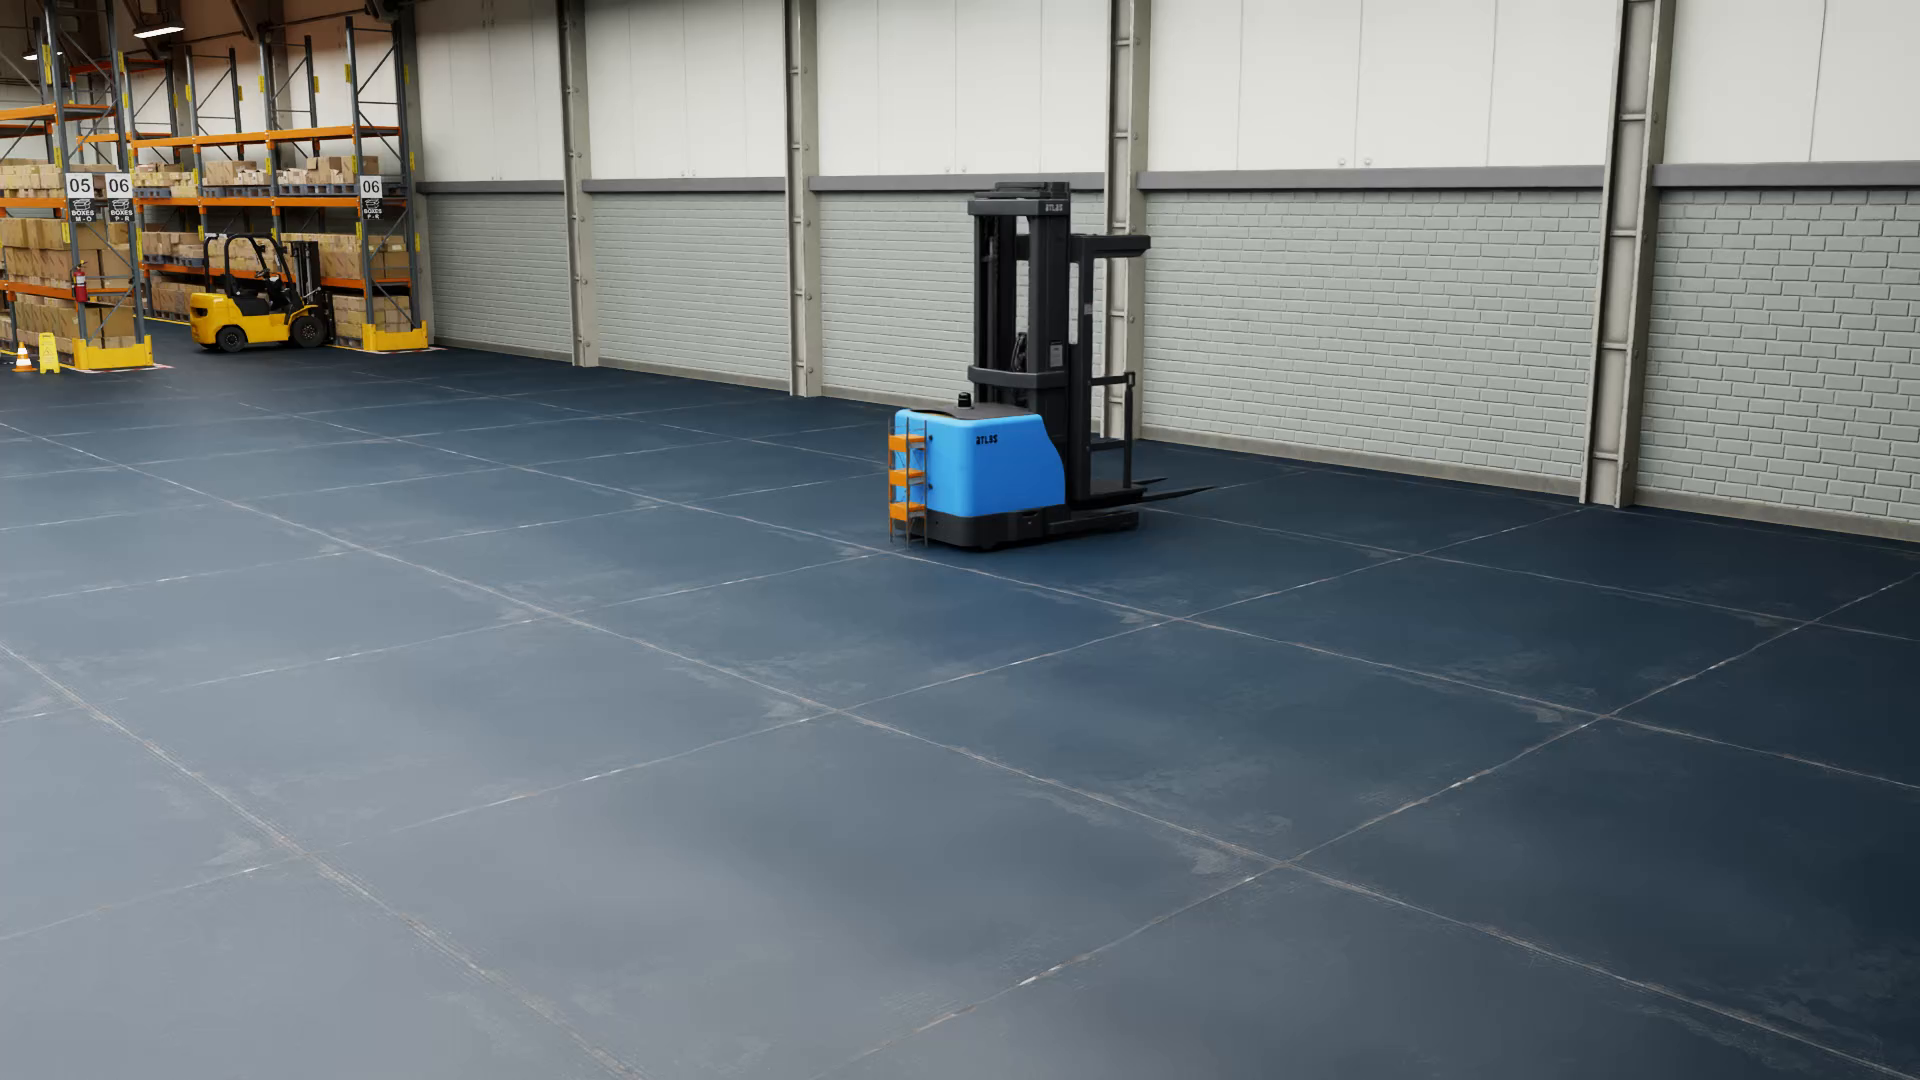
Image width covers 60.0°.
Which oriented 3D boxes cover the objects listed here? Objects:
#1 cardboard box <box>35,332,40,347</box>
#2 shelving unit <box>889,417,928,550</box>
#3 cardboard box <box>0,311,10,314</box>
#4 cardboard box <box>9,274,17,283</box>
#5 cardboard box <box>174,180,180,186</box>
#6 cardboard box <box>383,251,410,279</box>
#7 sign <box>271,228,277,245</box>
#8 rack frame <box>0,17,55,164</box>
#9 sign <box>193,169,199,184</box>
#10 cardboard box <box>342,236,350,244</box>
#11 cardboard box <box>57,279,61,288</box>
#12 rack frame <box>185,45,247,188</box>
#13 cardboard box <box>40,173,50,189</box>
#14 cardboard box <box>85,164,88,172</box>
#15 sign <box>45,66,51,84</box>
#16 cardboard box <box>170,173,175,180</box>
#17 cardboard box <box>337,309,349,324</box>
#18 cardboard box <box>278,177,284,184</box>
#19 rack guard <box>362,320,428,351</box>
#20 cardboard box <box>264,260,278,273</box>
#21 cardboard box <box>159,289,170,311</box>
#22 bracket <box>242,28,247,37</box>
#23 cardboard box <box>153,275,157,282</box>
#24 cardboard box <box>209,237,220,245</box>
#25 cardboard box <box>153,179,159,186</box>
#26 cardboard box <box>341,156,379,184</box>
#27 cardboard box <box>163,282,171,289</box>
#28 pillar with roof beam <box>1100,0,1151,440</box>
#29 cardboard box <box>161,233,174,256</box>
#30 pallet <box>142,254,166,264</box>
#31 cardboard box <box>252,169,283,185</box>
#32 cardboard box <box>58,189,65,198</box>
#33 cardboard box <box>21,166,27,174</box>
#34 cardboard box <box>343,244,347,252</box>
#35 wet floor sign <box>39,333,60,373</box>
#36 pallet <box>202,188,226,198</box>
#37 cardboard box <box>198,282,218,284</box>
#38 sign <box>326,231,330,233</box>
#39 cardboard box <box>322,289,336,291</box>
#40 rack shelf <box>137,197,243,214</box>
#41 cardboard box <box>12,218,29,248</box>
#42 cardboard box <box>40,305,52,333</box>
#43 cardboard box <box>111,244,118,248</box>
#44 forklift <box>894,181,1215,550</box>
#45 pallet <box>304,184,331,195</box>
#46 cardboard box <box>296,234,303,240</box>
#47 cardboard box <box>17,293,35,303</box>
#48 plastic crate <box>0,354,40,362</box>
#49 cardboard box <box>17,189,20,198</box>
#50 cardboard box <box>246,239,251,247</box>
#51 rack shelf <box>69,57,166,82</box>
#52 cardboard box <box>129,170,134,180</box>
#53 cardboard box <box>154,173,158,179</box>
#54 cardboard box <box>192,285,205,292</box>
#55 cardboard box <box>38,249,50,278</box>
[{"bbox_3d":[-16.075,-3.563,29.545,0.500,0.250,0.500,-11,16,-43],"label":"cardboard box"},{"bbox_3d":[-0.423,-0.463,13.554,0.215,1.050,0.252,-9,15,-36],"label":"shelving unit"},{"bbox_3d":[-18.897,-4.293,32.787,0.950,0.372,0.625,-11,16,-44],"label":"cardboard box"},{"bbox_3d":[-17.047,-4.767,30.240,0.380,0.149,0.250,-11,16,-43],"label":"cardboard box"},{"bbox_3d":[-17.496,-8.058,37.538,0.380,0.149,0.250,-10,15,-41],"label":"cardboard box"},{"bbox_3d":[-10.824,-5.250,31.710,0.500,0.500,0.500,-10,15,-41],"label":"cardboard box"},{"bbox_3d":[-13.831,-6.125,33.532,0.100,0.325,0.005,-11,16,-43],"label":"sign"},{"bbox_3d":[-17.033,-7.919,30.050,1.000,3.000,0.127,-11,16,-43],"label":"rack frame"},{"bbox_3d":[-16.601,-7.904,36.128,0.100,0.325,0.005,-11,16,-43],"label":"sign"},{"bbox_3d":[-11.476,-5.691,31.508,0.380,0.149,0.250,-10,16,-41],"label":"cardboard box"},{"bbox_3d":[-15.100,-4.361,28.268,0.380,0.149,0.250,-11,16,-44],"label":"cardboard box"},{"bbox_3d":[-16.208,-9.195,36.243,1.000,3.000,0.127,-11,16,-43],"label":"rack frame"},{"bbox_3d":[-15.155,-6.051,28.051,0.500,0.250,0.500,-11,16,-43],"label":"cardboard box"},{"bbox_3d":[-14.554,-6.249,28.021,0.380,0.149,0.250,-11,16,-43],"label":"cardboard box"},{"bbox_3d":[-16.627,-8.489,30.301,0.100,0.325,0.005,-11,16,-43],"label":"sign"},{"bbox_3d":[-17.555,-8.192,37.453,0.380,0.149,0.250,-11,16,-42],"label":"cardboard box"},{"bbox_3d":[-11.584,-4.296,31.862,0.500,0.250,0.500,-11,16,-43],"label":"cardboard box"},{"bbox_3d":[-13.355,-7.166,33.162,0.380,0.149,0.250,-10,16,-41],"label":"cardboard box"},{"bbox_3d":[-10.666,-3.862,31.417,1.175,0.500,0.348,-11,16,-43],"label":"rack guard"},{"bbox_3d":[-13.982,-5.637,34.210,0.500,0.250,0.500,-10,16,-41],"label":"cardboard box"},{"bbox_3d":[-18.424,-5.644,39.027,0.500,0.500,0.500,-11,16,-43],"label":"cardboard box"},{"bbox_3d":[-15.199,-10.905,35.620,0.235,0.232,0.430,-11,16,-43],"label":"bracket"},{"bbox_3d":[-18.871,-6.205,39.403,0.380,0.149,0.250,-11,16,-44],"label":"cardboard box"},{"bbox_3d":[-16.200,-6.536,36.348,0.380,0.149,0.250,-10,15,-41],"label":"cardboard box"},{"bbox_3d":[-18.175,-8.156,37.964,0.380,0.149,0.250,-10,16,-41],"label":"cardboard box"},{"bbox_3d":[-11.165,-6.893,30.965,0.500,0.500,0.500,-10,15,-41],"label":"cardboard box"},{"bbox_3d":[-18.482,-5.985,39.074,0.250,0.149,0.380,11,16,42],"label":"cardboard box"},{"bbox_3d":[-1.195,-5.028,16.017,9.100,9.000,0.400,-11,16,-43],"label":"pillar with roof beam"},{"bbox_3d":[-17.898,-6.804,38.213,0.700,0.500,0.500,-11,16,-43],"label":"cardboard box"},{"bbox_3d":[-18.497,-6.615,39.062,1.003,0.211,1.213,-11,16,-43],"label":"pallet"},{"bbox_3d":[-14.121,-7.425,34.017,0.500,0.311,0.500,11,16,43],"label":"cardboard box"},{"bbox_3d":[-14.719,-5.757,27.608,0.380,0.149,0.250,-11,16,-42],"label":"cardboard box"},{"bbox_3d":[-16.112,-6.444,28.968,0.380,0.149,0.250,-11,16,-43],"label":"cardboard box"},{"bbox_3d":[-11.458,-5.547,31.548,0.380,0.149,0.250,-11,16,-42],"label":"cardboard box"},{"bbox_3d":[-14.913,-3.067,27.201,0.267,0.644,0.232,-5,13,-23],"label":"wet floor sign"},{"bbox_3d":[-15.674,-7.547,36.145,1.213,0.211,1.003,-10,15,-40],"label":"pallet"},{"bbox_3d":[-17.582,-5.944,38.873,0.380,0.149,0.250,-11,16,-42],"label":"cardboard box"},{"bbox_3d":[-13.045,-6.214,34.296,0.100,0.325,0.005,-11,16,-43],"label":"sign"},{"bbox_3d":[-12.965,-4.977,33.931,0.500,0.250,0.500,-10,16,-41],"label":"cardboard box"},{"bbox_3d":[-17.589,-7.666,38.035,1.077,0.370,4.000,-11,16,-43],"label":"rack shelf"},{"bbox_3d":[-16.221,-5.416,29.305,0.700,0.500,0.500,-11,16,-44],"label":"cardboard box"},{"bbox_3d":[-15.718,-3.855,29.102,0.500,0.500,0.500,11,16,44],"label":"cardboard box"},{"bbox_3d":[-20.544,-7.174,40.935,0.500,0.250,0.500,11,16,44],"label":"cardboard box"},{"bbox_3d":[0.925,-1.573,14.281,3.031,2.935,1.130,-9,15,-37],"label":"forklift"},{"bbox_3d":[-11.999,-6.800,32.271,1.003,0.211,1.213,-11,16,-43],"label":"pallet"},{"bbox_3d":[-12.908,-5.984,32.932,0.380,0.149,0.250,-10,16,-41],"label":"cardboard box"},{"bbox_3d":[-16.778,-4.375,30.019,0.380,0.149,0.250,-11,16,-42],"label":"cardboard box"},{"bbox_3d":[-16.541,-3.208,29.283,0.583,0.080,0.402,6,13,26],"label":"plastic crate"},{"bbox_3d":[-16.459,-6.139,29.463,0.380,0.149,0.250,-10,15,-41],"label":"cardboard box"},{"bbox_3d":[-14.745,-6.241,34.917,0.380,0.149,0.250,-11,16,-42],"label":"cardboard box"},{"bbox_3d":[-20.351,-11.347,40.231,1.077,0.370,4.000,-11,16,-43],"label":"rack shelf"},{"bbox_3d":[-19.492,-8.667,39.509,0.500,0.250,0.500,-11,16,-42],"label":"cardboard box"},{"bbox_3d":[-18.141,-8.304,37.948,0.380,0.149,0.250,-11,16,-42],"label":"cardboard box"},{"bbox_3d":[-17.093,-5.673,37.560,0.250,0.149,0.380,11,16,43],"label":"cardboard box"},{"bbox_3d":[-15.530,-4.780,28.694,0.500,0.500,0.500,-11,16,-43],"label":"cardboard box"}]
